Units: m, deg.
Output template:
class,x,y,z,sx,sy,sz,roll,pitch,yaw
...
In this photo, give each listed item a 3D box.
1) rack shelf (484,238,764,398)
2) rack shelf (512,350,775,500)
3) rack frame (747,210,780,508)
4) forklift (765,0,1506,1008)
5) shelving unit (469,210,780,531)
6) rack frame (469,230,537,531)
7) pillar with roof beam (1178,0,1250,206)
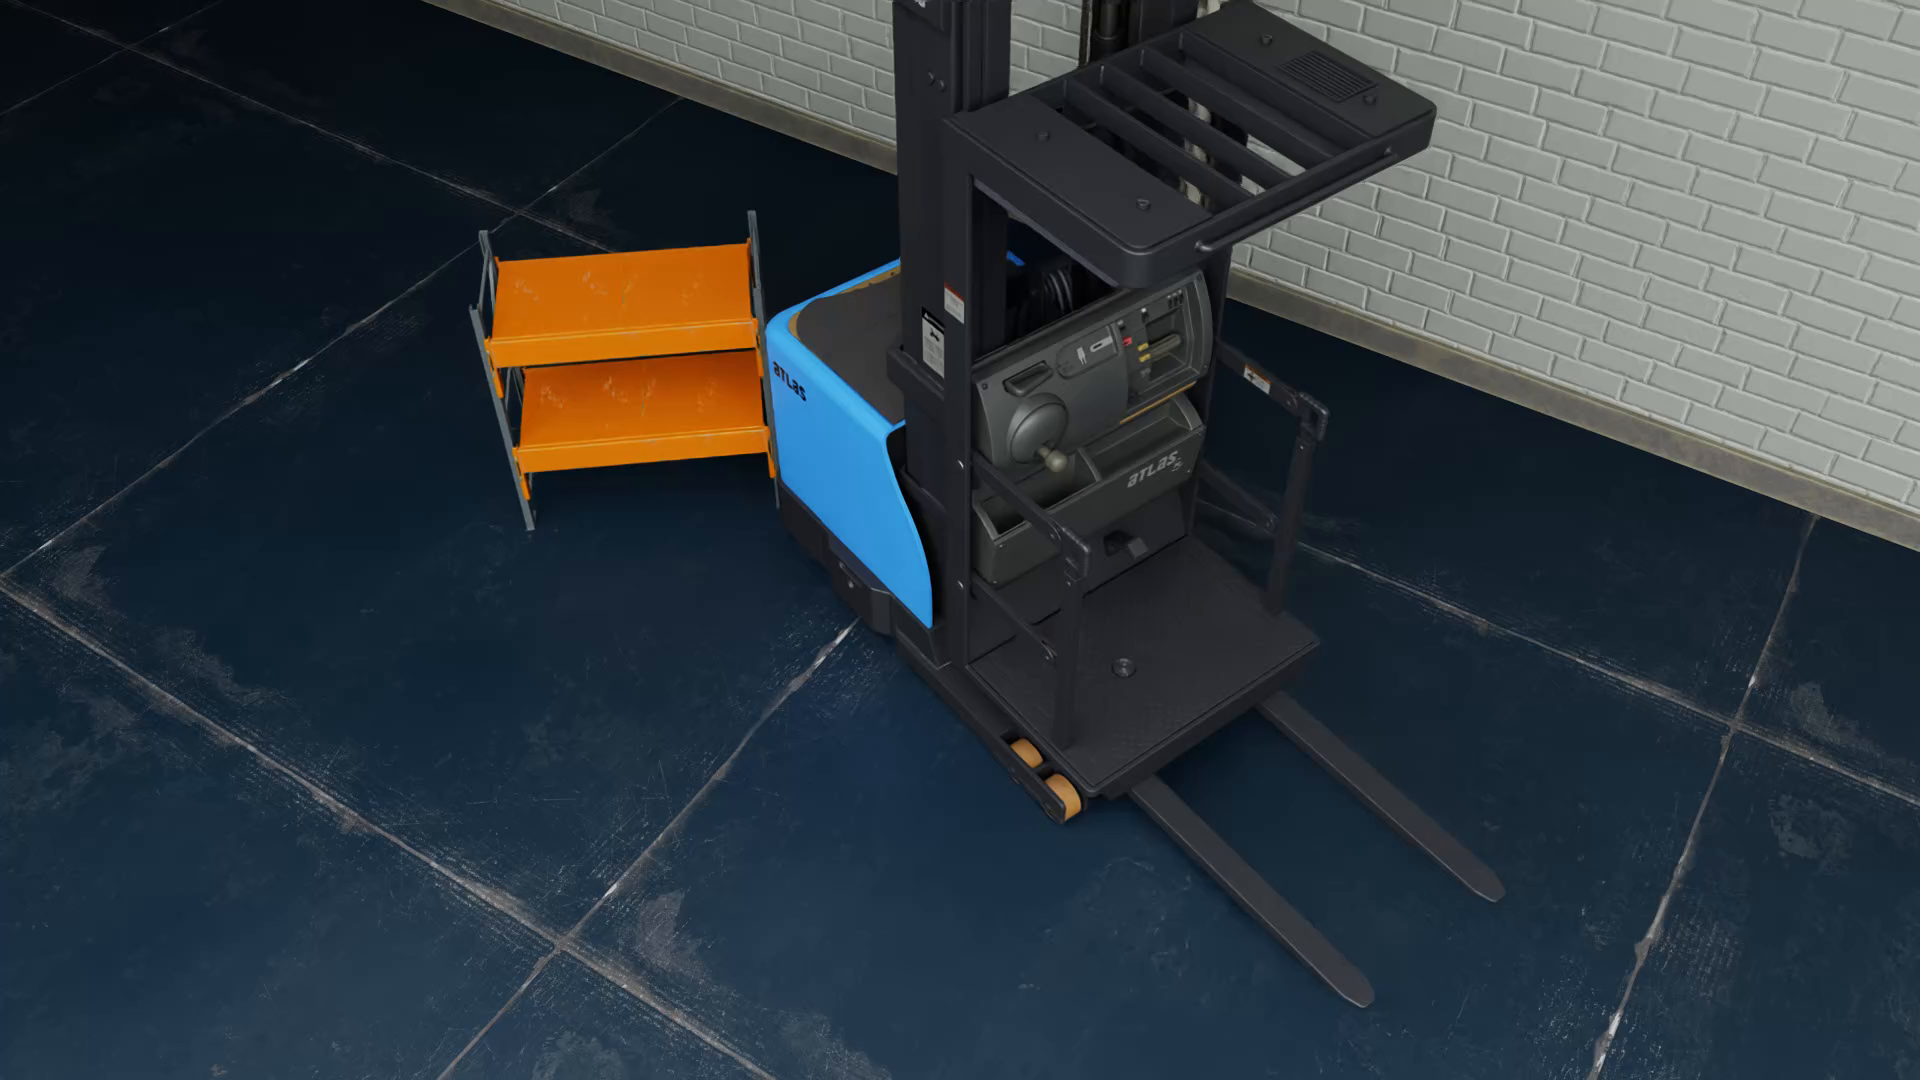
class,x,y,z,sx,sy,sz,roll,pitch,yaw
rack shelf,-1.278,-0.860,6.393,1.000,0.278,0.538,-5,46,-5
rack shelf,-1.278,-0.486,6.778,1.000,0.278,0.538,-5,46,-5
rack frame,-0.773,-0.702,6.648,0.032,1.125,0.500,-5,46,-5
forklift,0.570,-0.449,5.142,1.130,2.935,3.031,-29,52,-25
shelving unit,-1.278,-0.656,6.603,1.048,1.125,0.538,-5,46,-5
rack frame,-1.782,-0.610,6.558,0.032,1.125,0.500,-5,46,-5
pillar with roof beam,-1.375,-1.732,2.158,0.400,9.000,9.100,25,51,22
